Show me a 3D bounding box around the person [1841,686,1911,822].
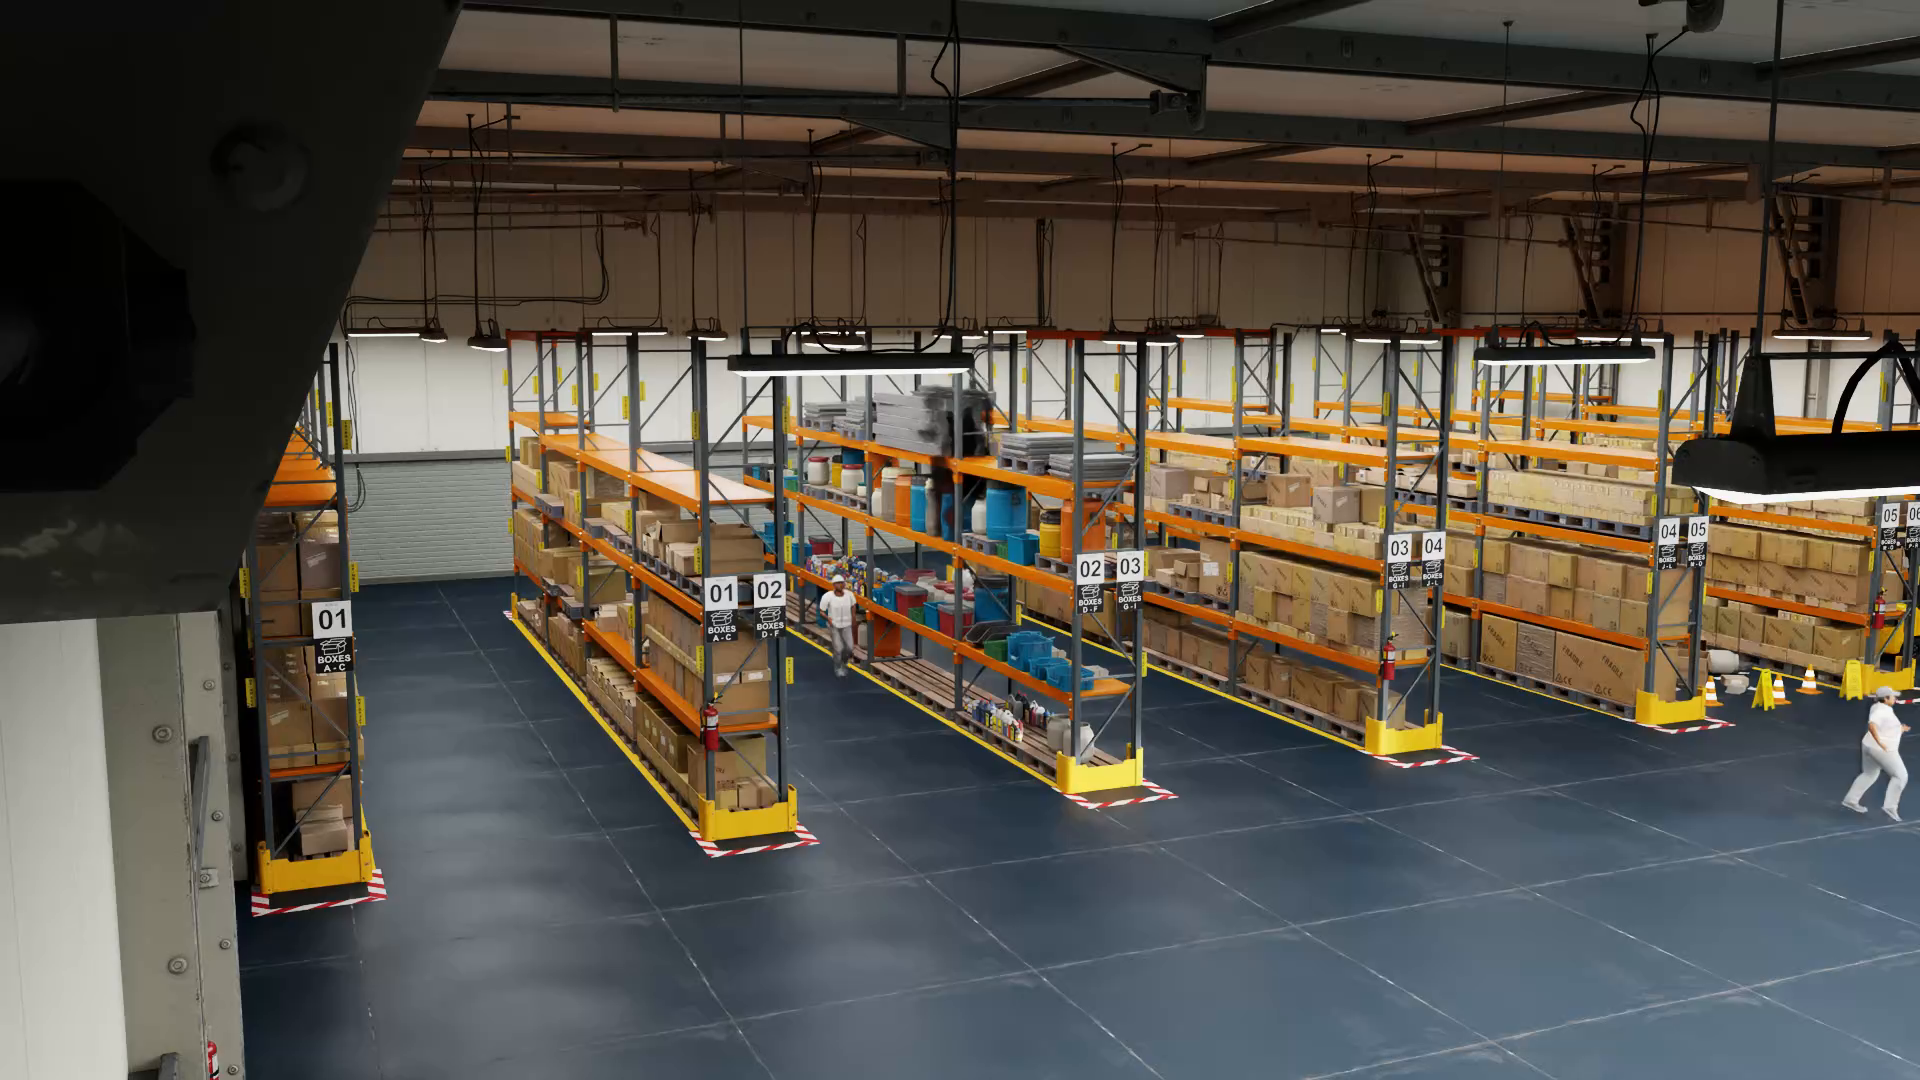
[{"bbox_3d":[11.567,2.687,20.932,0.752,1.728,0.584,1,8,7],"label":"person"}]

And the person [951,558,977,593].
[{"bbox_3d":[0.102,1.082,32.667,0.576,1.678,0.589,-4,9,-24],"label":"person"}]

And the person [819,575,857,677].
[{"bbox_3d":[-1.983,1.449,27.650,0.674,1.754,0.538,-3,8,-20],"label":"person"}]
